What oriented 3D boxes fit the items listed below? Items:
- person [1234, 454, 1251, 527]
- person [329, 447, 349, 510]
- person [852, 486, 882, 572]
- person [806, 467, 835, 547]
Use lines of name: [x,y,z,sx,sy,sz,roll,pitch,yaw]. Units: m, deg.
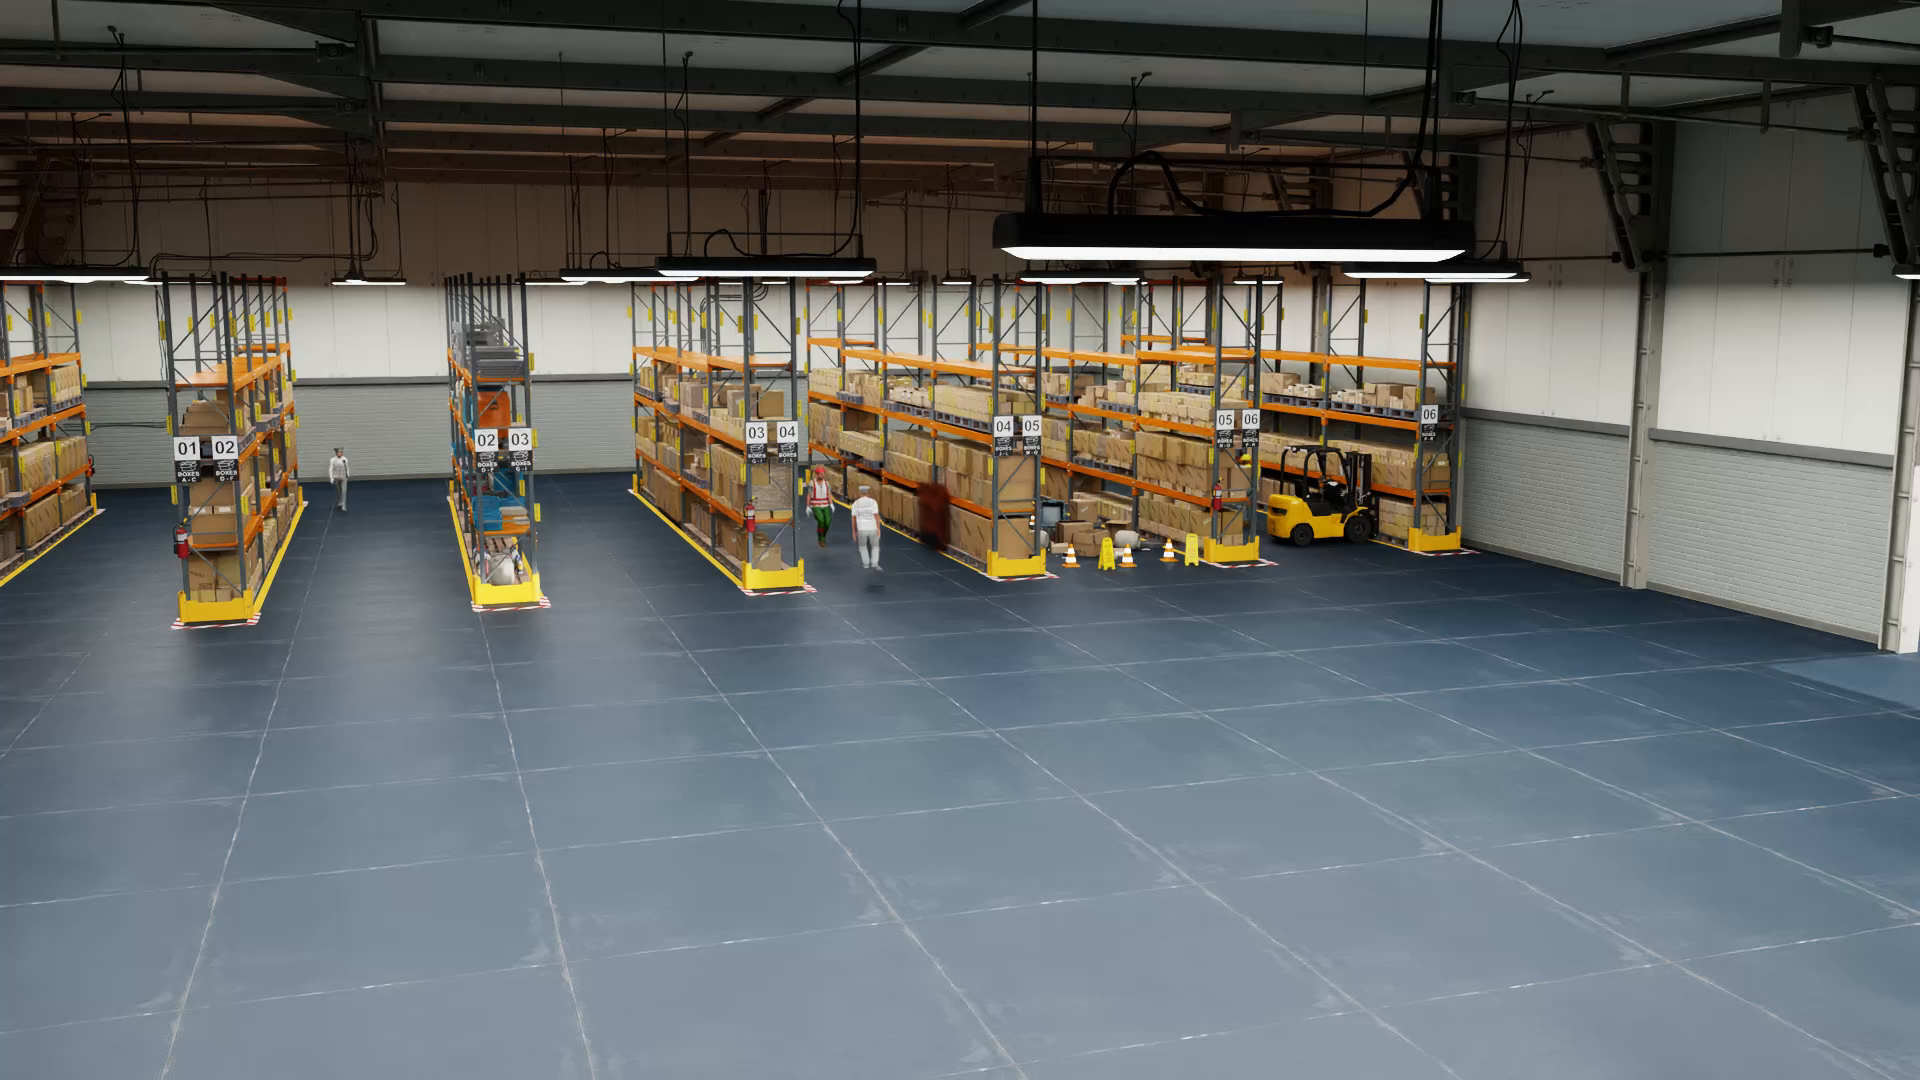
person: [6.905,-1.183,40.073,0.592,1.778,0.446,-7,11,-40]
person: [-16.153,-1.619,43.257,0.484,1.609,1.027,-3,9,-18]
person: [-1.825,-0.198,32.562,0.589,1.683,0.515,-1,9,-7]
person: [-2.955,-0.722,35.687,0.577,1.659,0.738,-5,10,-28]
